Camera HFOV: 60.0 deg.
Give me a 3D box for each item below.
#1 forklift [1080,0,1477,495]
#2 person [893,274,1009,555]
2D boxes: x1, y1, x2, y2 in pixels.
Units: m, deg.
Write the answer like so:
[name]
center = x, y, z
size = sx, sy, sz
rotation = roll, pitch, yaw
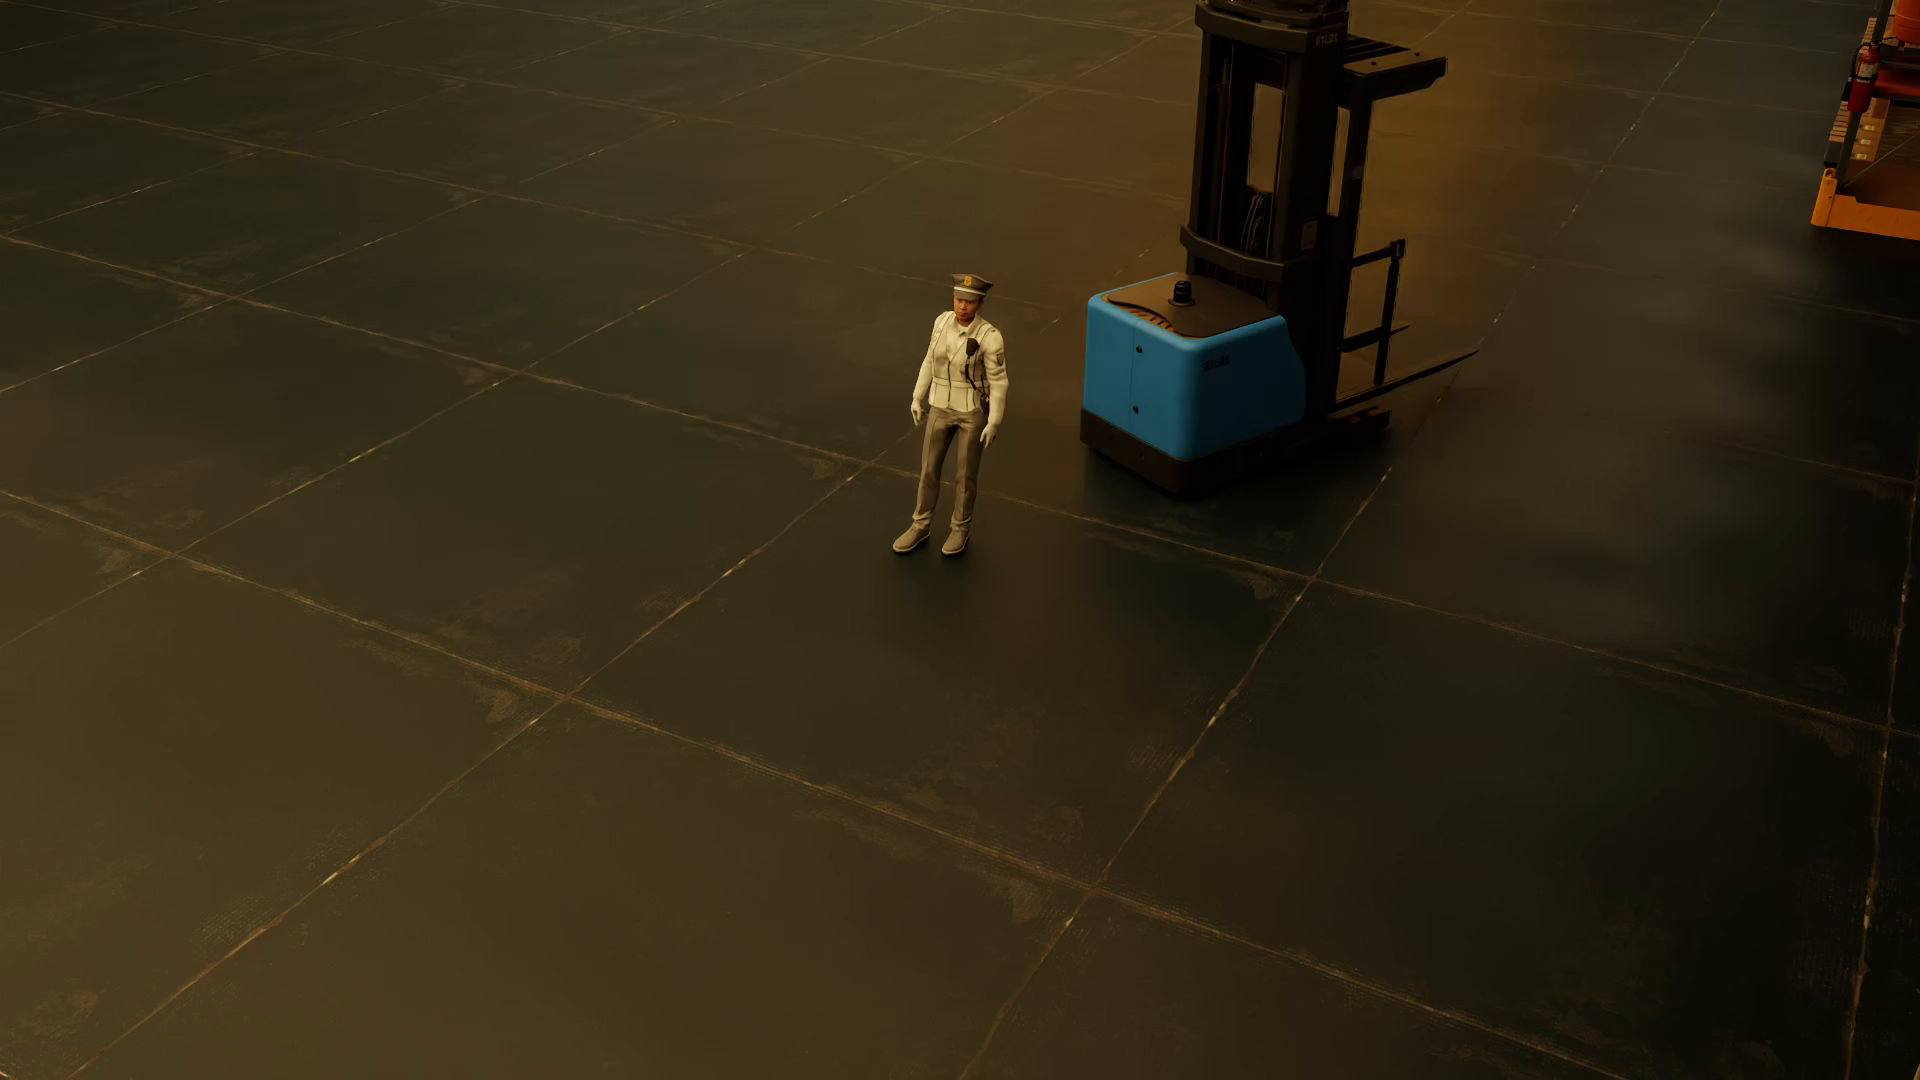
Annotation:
[forklift]
center = 2.285, -2.124, 10.751
size = 3.031, 2.935, 1.130
rotation = -20, 36, -31
[person]
center = -0.039, -0.712, 9.527
size = 0.586, 1.694, 0.532
rotation = 15, 33, 25
